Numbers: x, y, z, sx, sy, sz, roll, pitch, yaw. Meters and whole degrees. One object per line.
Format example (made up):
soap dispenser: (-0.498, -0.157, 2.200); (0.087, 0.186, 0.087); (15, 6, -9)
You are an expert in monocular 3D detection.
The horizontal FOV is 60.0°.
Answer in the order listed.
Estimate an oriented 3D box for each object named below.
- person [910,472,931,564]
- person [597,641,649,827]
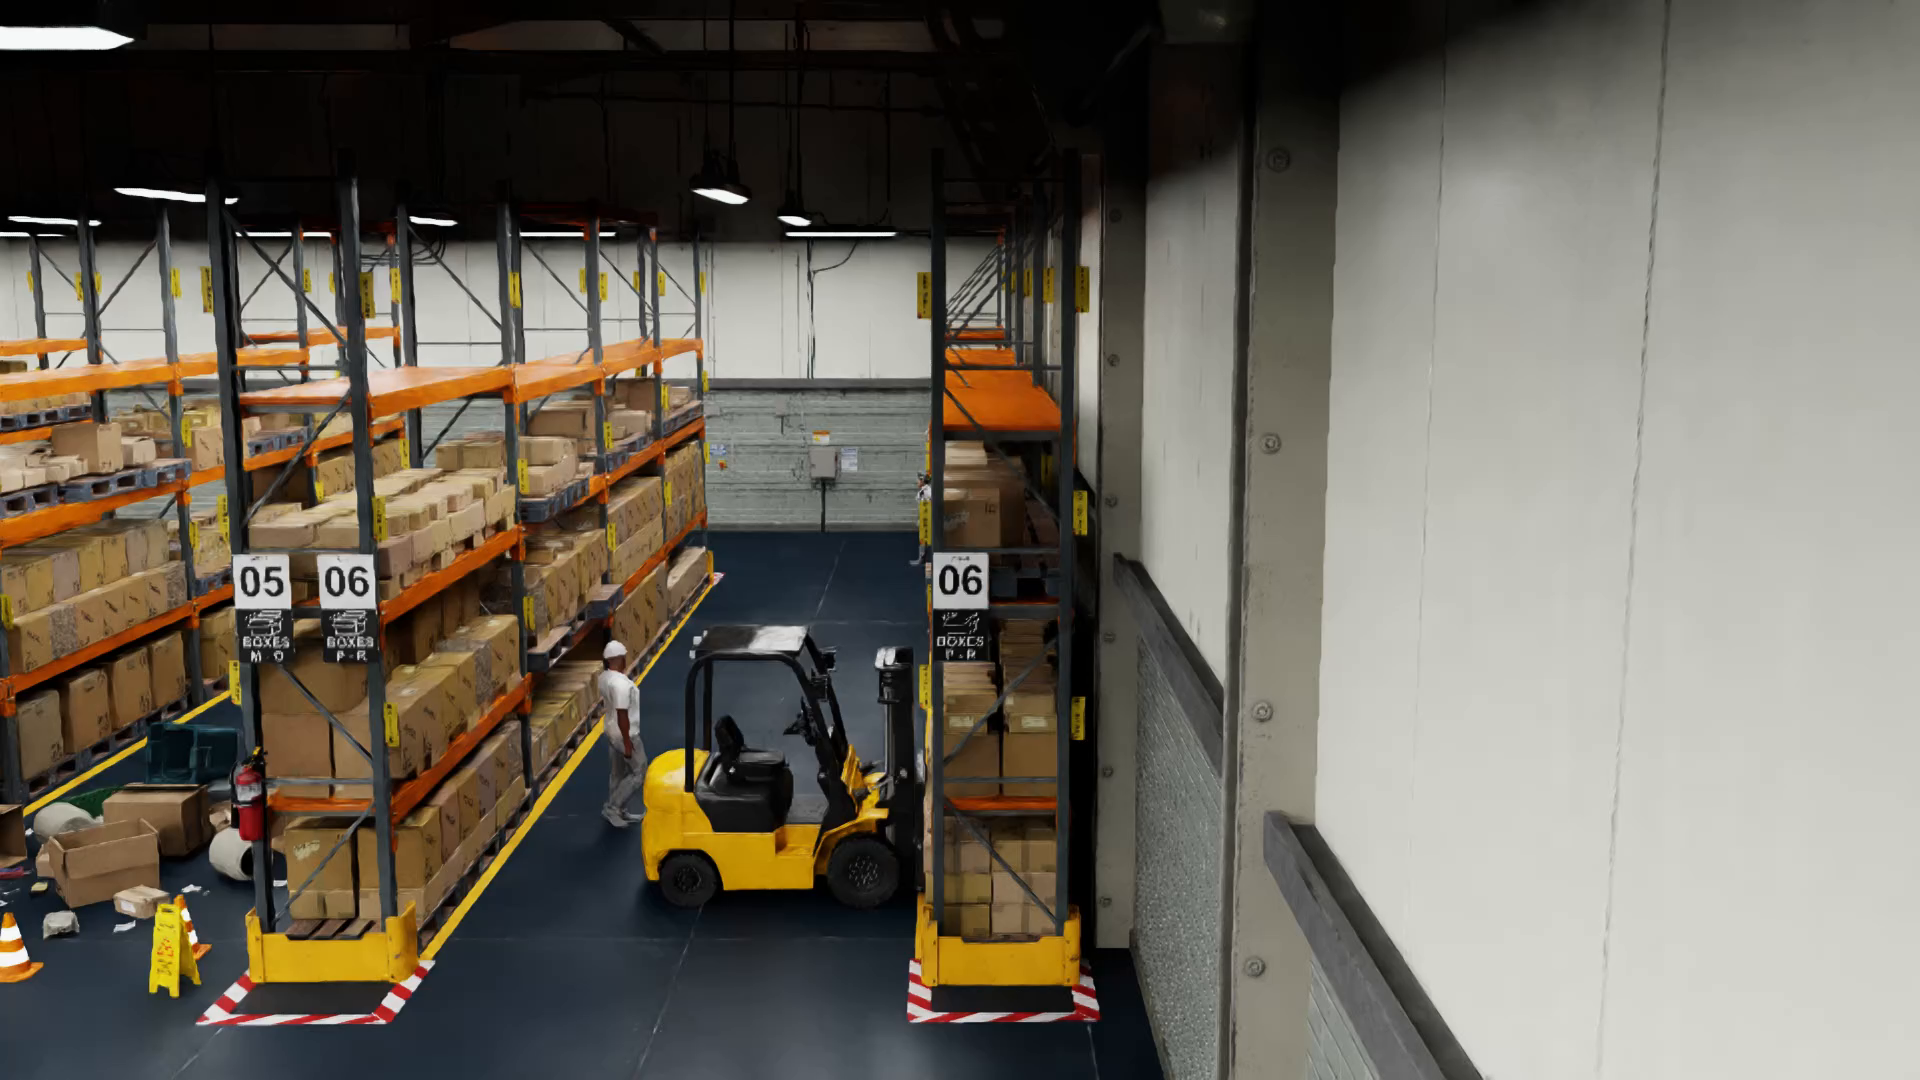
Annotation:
person: (-0.554, -0.396, 29.705); (0.679, 1.659, 0.498); (-5, 10, -27)
person: (-3.180, 1.820, 15.578); (0.427, 1.764, 0.605); (-5, 10, -29)
